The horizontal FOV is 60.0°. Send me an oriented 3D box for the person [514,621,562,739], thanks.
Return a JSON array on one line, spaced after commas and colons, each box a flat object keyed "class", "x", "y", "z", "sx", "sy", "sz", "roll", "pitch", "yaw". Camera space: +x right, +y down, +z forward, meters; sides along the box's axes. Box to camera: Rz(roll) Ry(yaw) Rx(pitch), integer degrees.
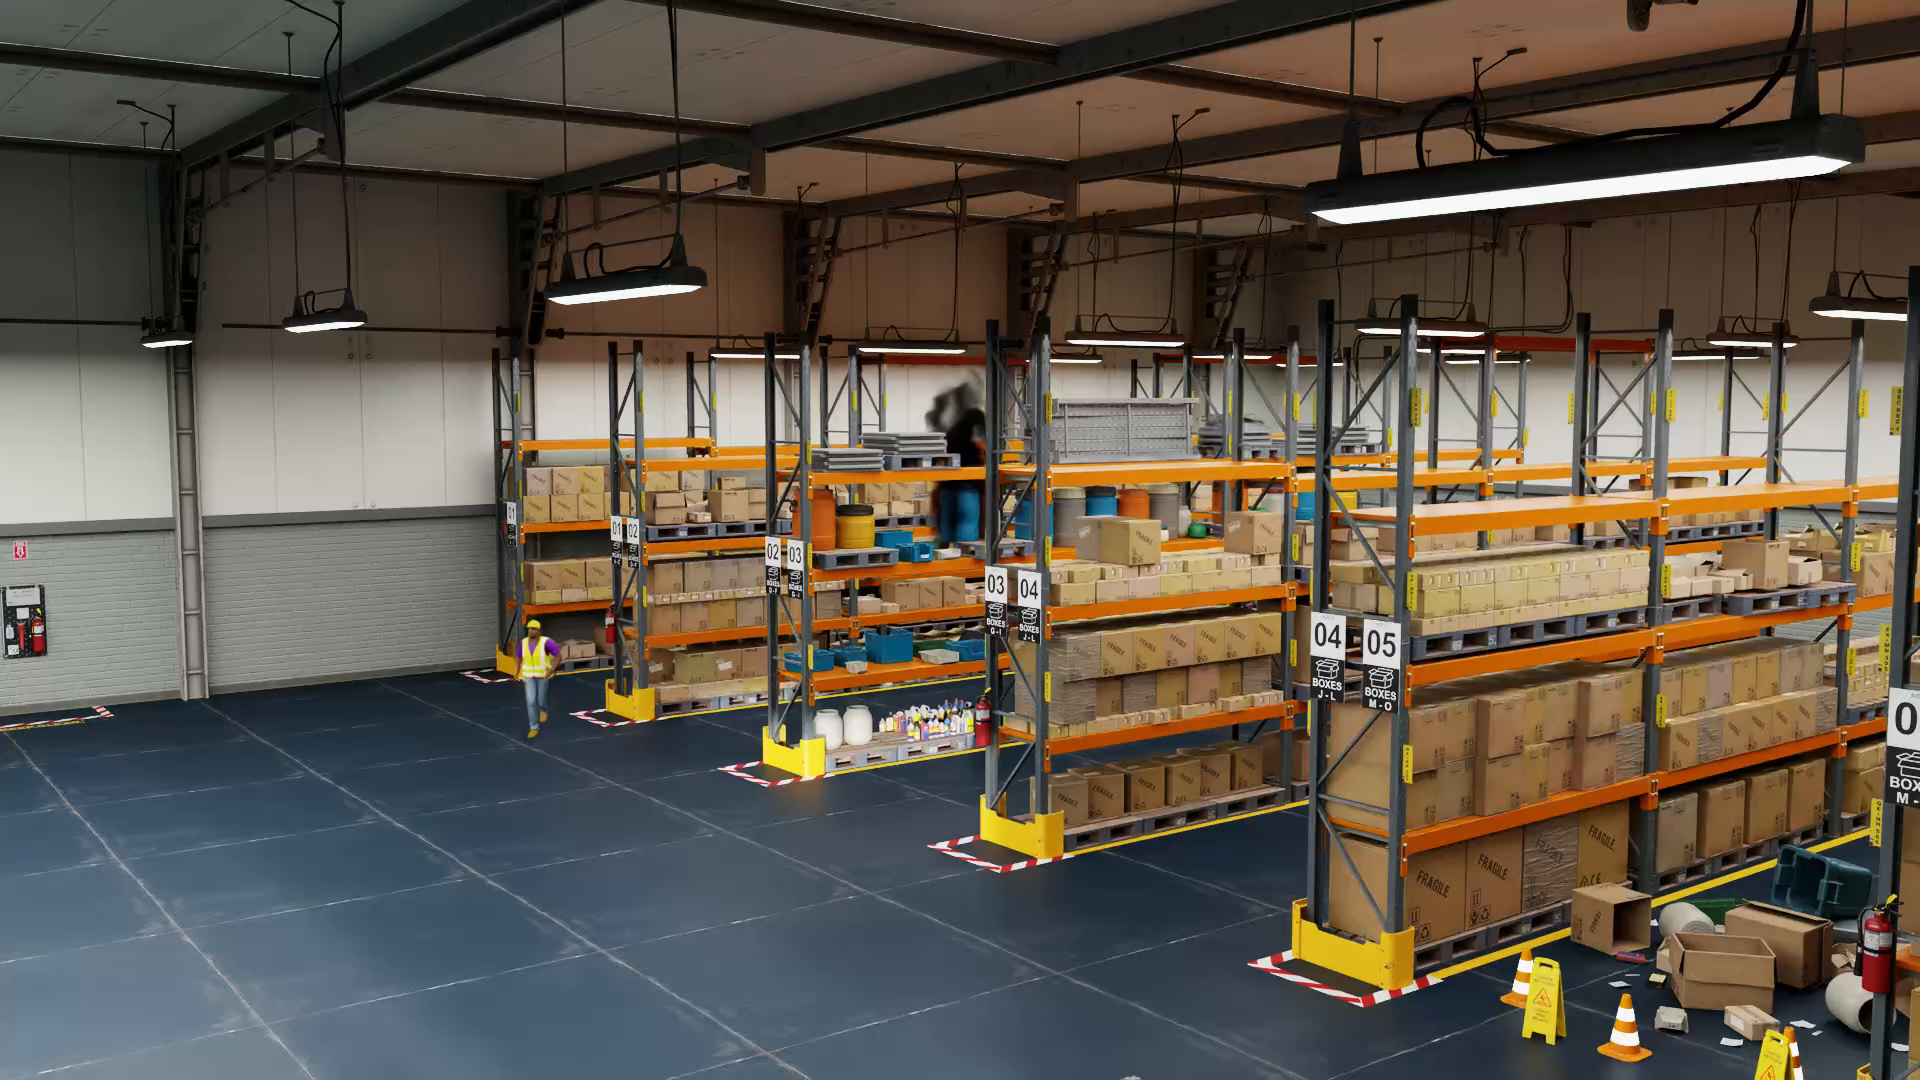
[{"class": "person", "x": -6.406, "y": 2.091, "z": 25.212, "sx": 0.694, "sy": 1.754, "sz": 0.653, "roll": 0, "pitch": 5, "yaw": 2}]
